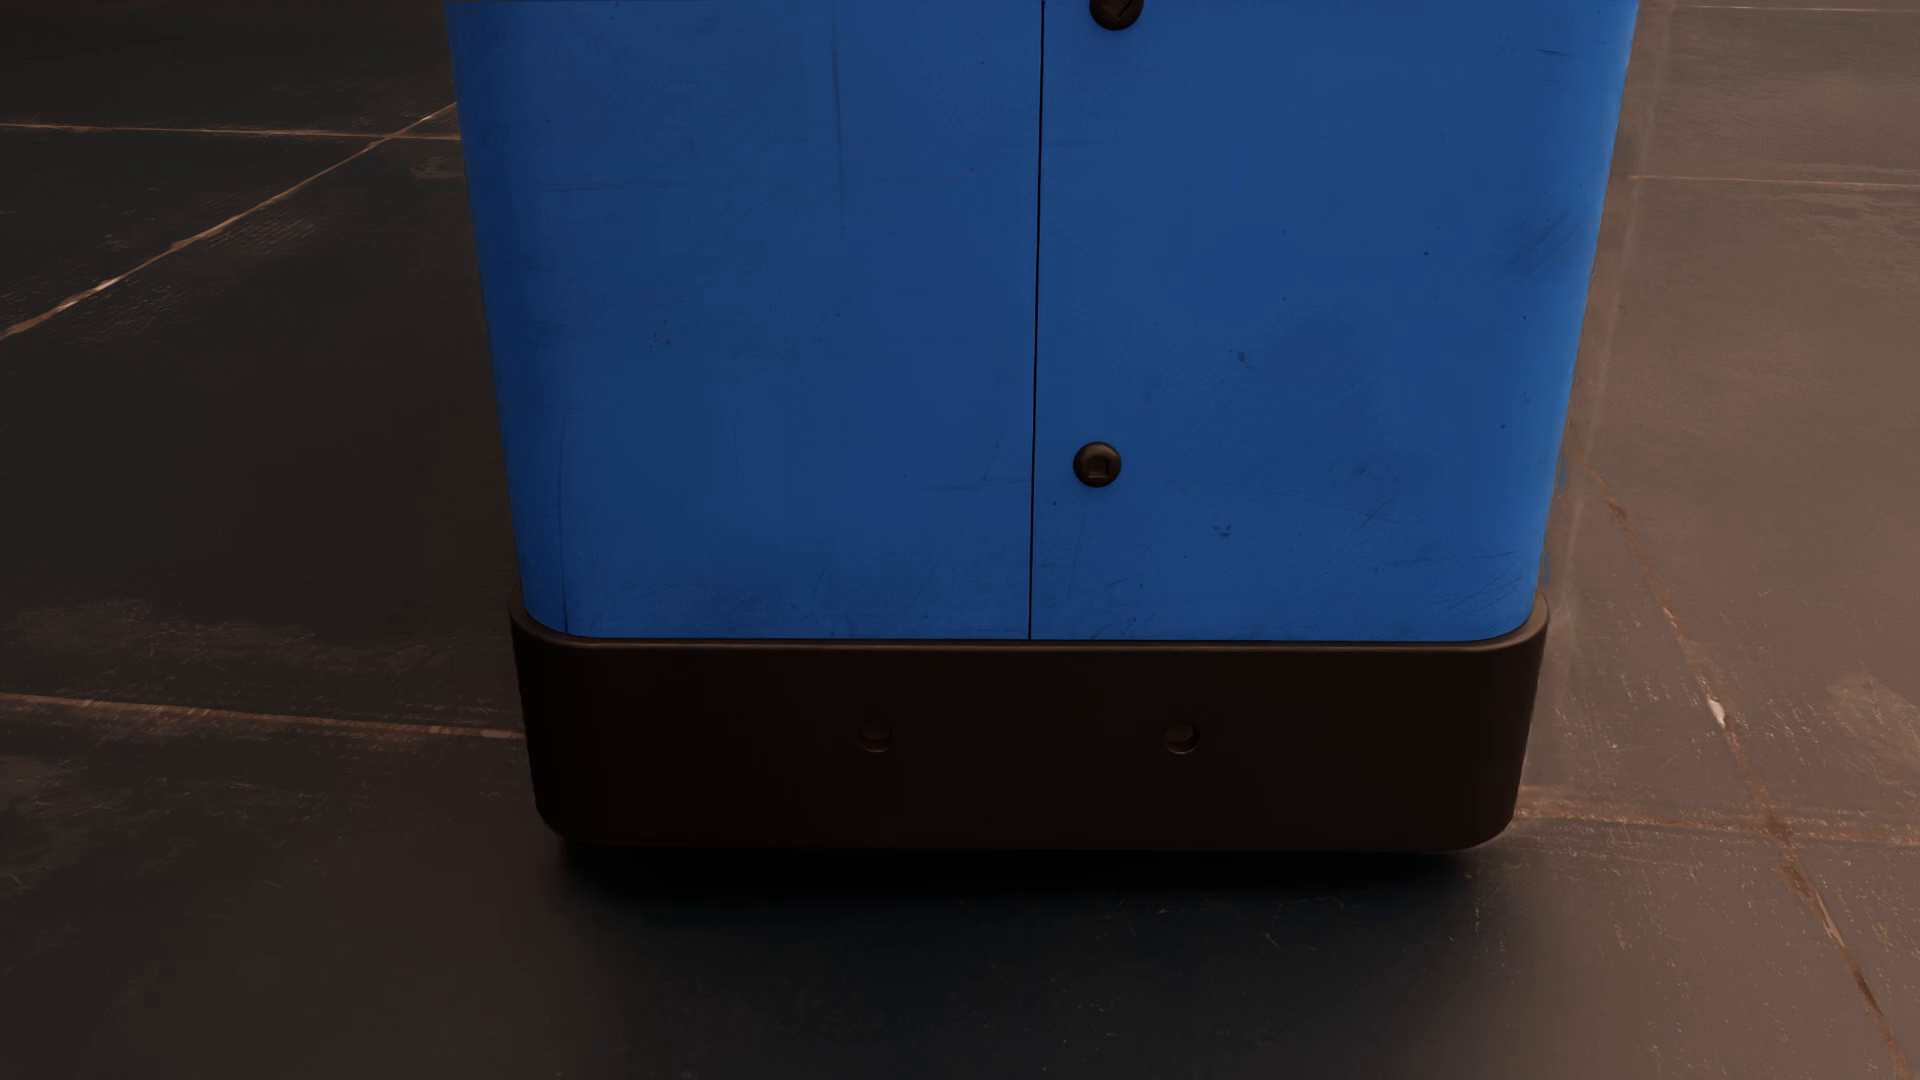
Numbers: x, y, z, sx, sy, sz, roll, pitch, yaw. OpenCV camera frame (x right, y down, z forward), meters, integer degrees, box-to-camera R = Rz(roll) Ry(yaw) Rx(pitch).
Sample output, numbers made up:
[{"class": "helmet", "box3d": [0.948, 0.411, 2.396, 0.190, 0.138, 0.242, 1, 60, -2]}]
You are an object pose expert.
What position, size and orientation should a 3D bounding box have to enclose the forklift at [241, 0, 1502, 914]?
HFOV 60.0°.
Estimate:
[{"class": "forklift", "box3d": [0.321, -1.583, 2.390, 1.130, 2.935, 3.031, 11, 28, 20]}]
